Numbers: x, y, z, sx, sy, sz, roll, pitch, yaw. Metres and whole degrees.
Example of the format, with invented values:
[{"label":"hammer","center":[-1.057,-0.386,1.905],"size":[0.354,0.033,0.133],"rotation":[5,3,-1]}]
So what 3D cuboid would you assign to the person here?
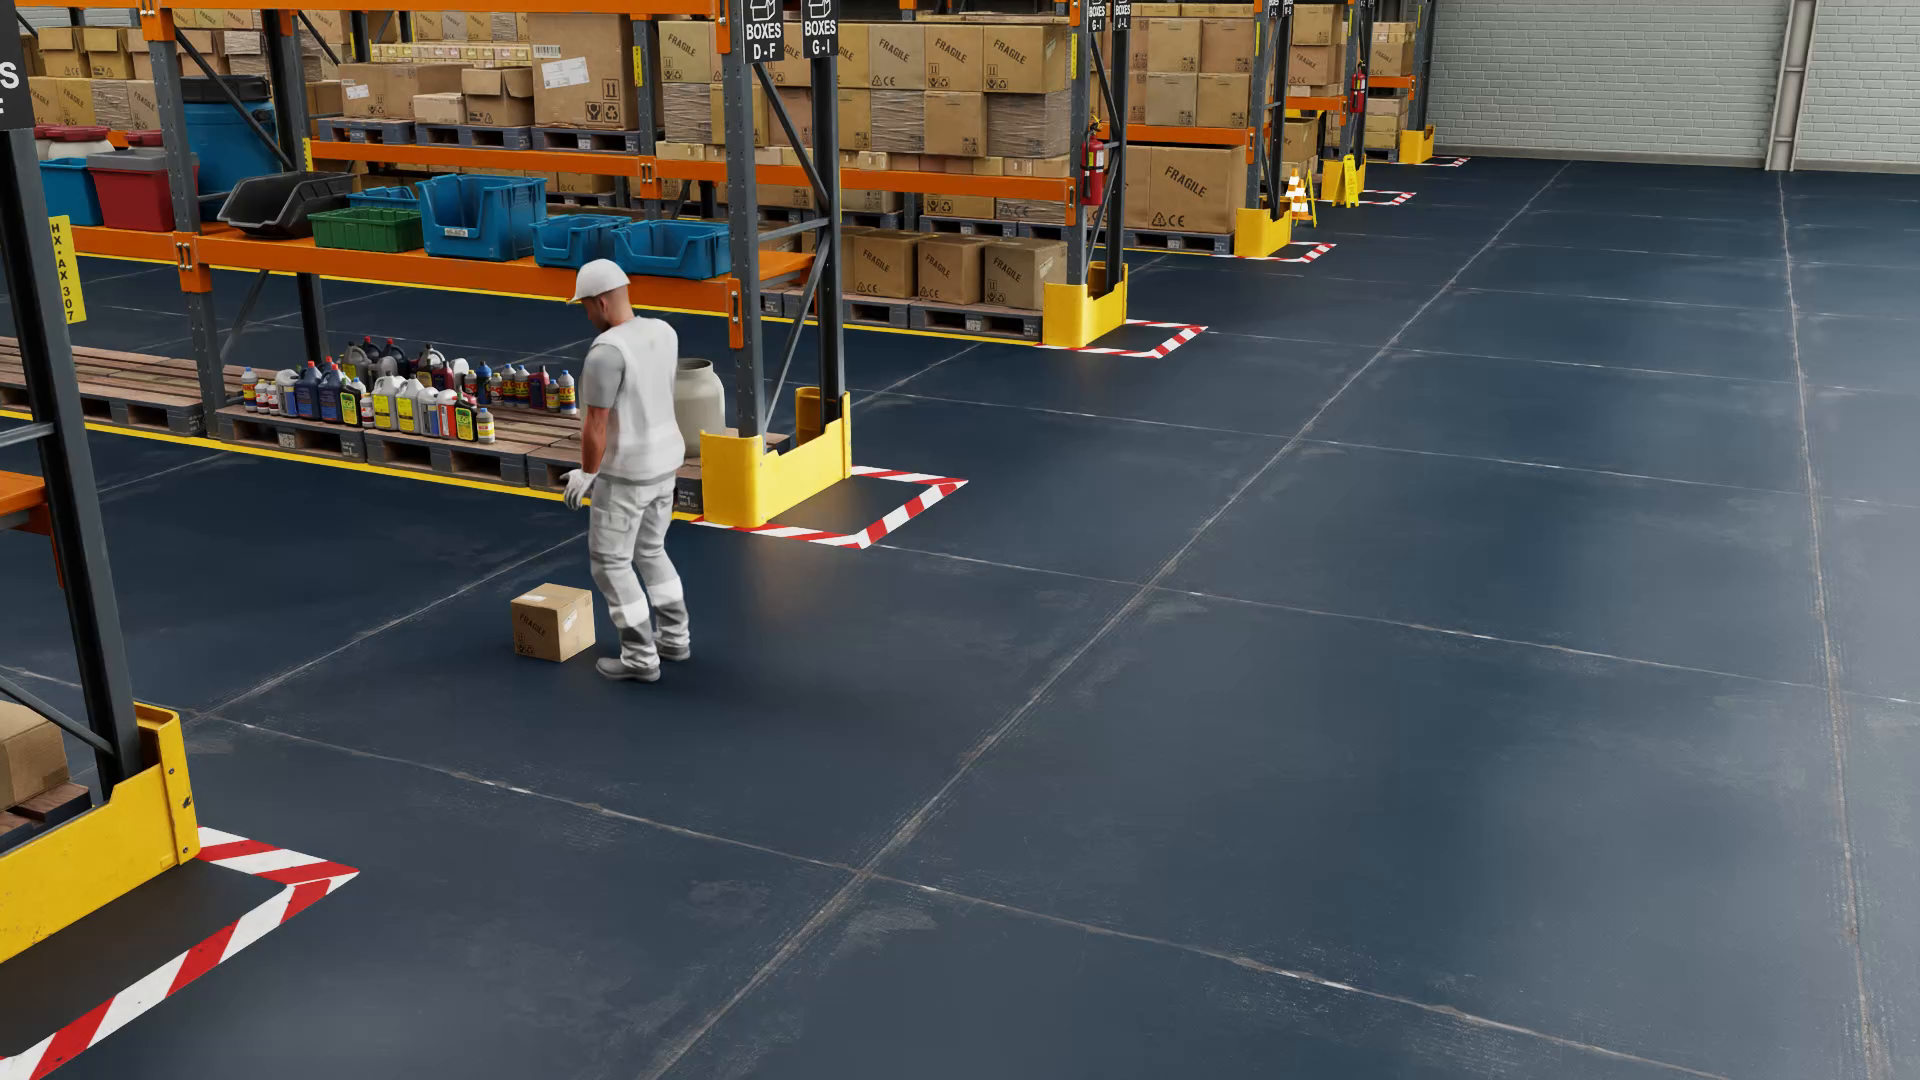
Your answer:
[{"label":"person","center":[-1.384,-0.281,6.899],"size":[0.413,1.757,0.536],"rotation":[9,21,24]}]
